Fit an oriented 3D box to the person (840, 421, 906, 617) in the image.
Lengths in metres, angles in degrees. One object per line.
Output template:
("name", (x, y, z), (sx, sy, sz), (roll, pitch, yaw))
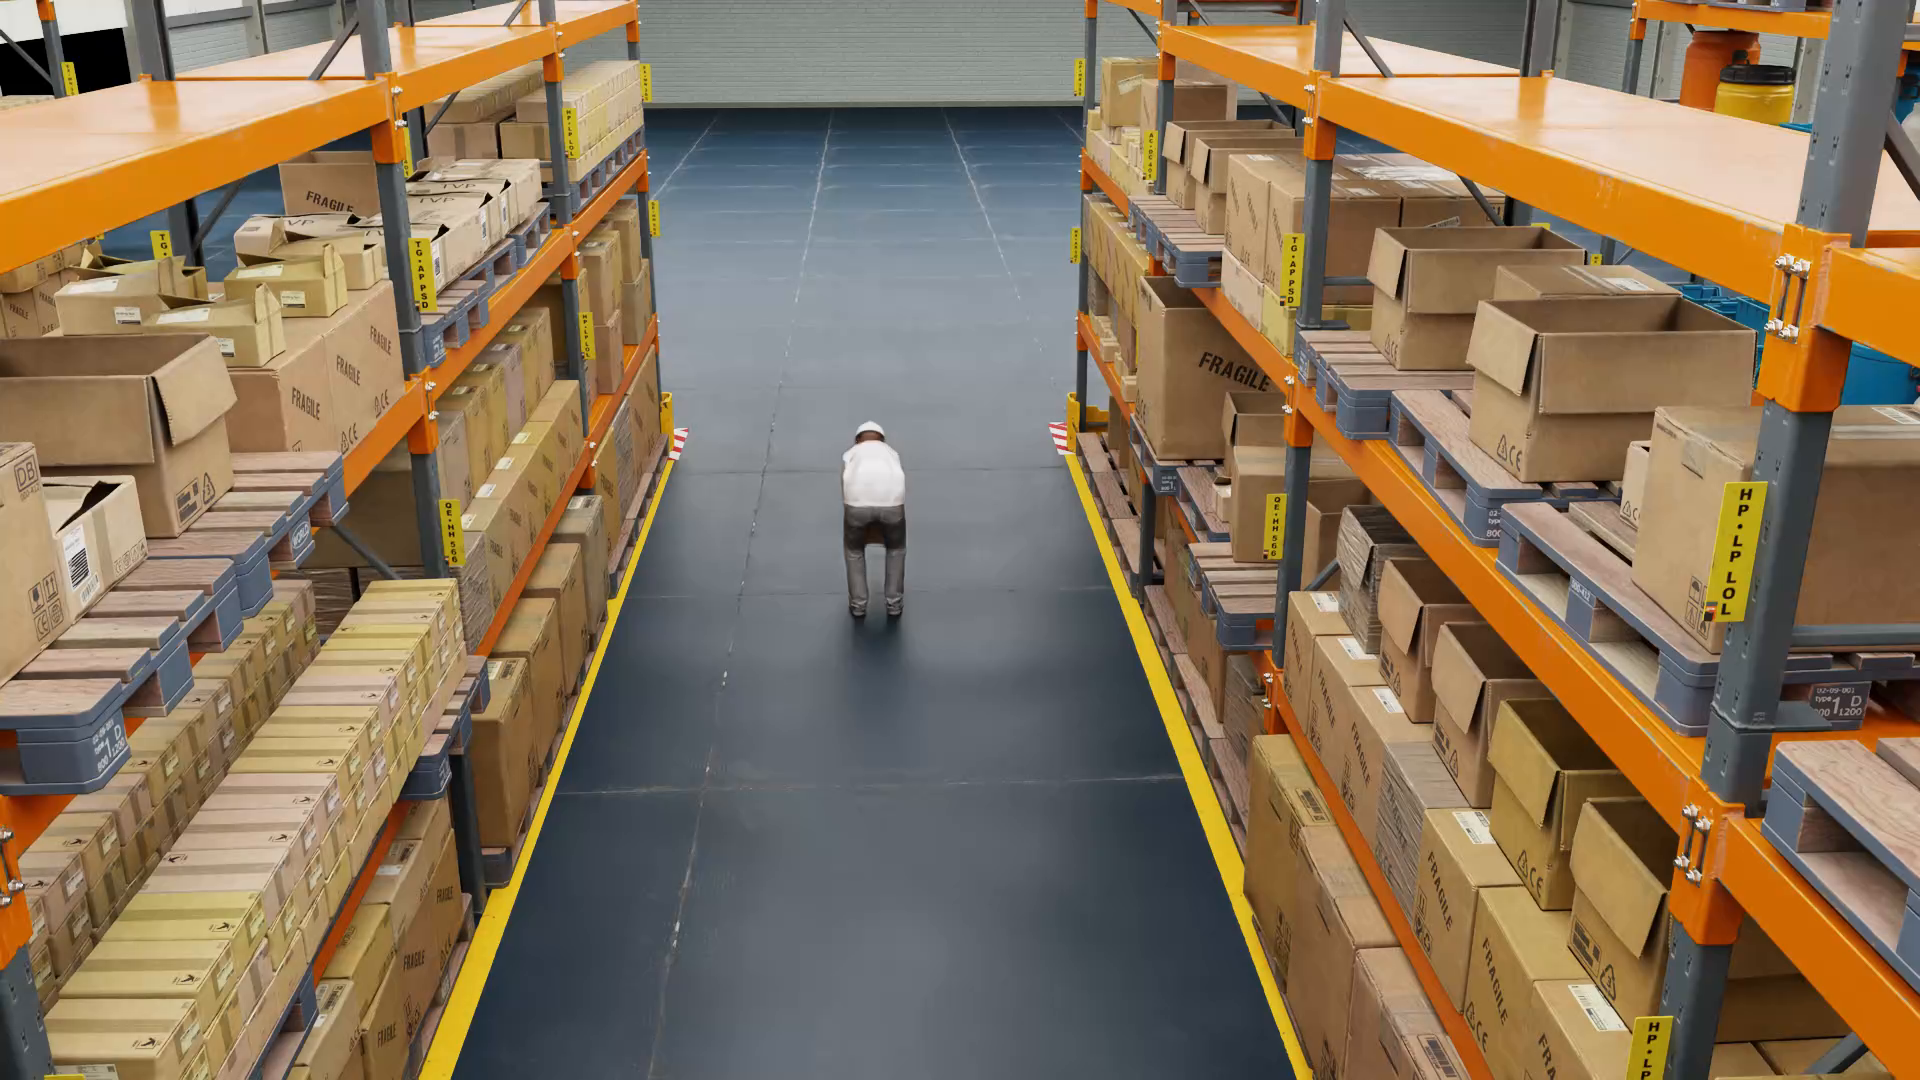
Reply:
("person", (-0.639, -0.159, 12.218), (0.462, 1.258, 0.981), (-2, 20, -5))
